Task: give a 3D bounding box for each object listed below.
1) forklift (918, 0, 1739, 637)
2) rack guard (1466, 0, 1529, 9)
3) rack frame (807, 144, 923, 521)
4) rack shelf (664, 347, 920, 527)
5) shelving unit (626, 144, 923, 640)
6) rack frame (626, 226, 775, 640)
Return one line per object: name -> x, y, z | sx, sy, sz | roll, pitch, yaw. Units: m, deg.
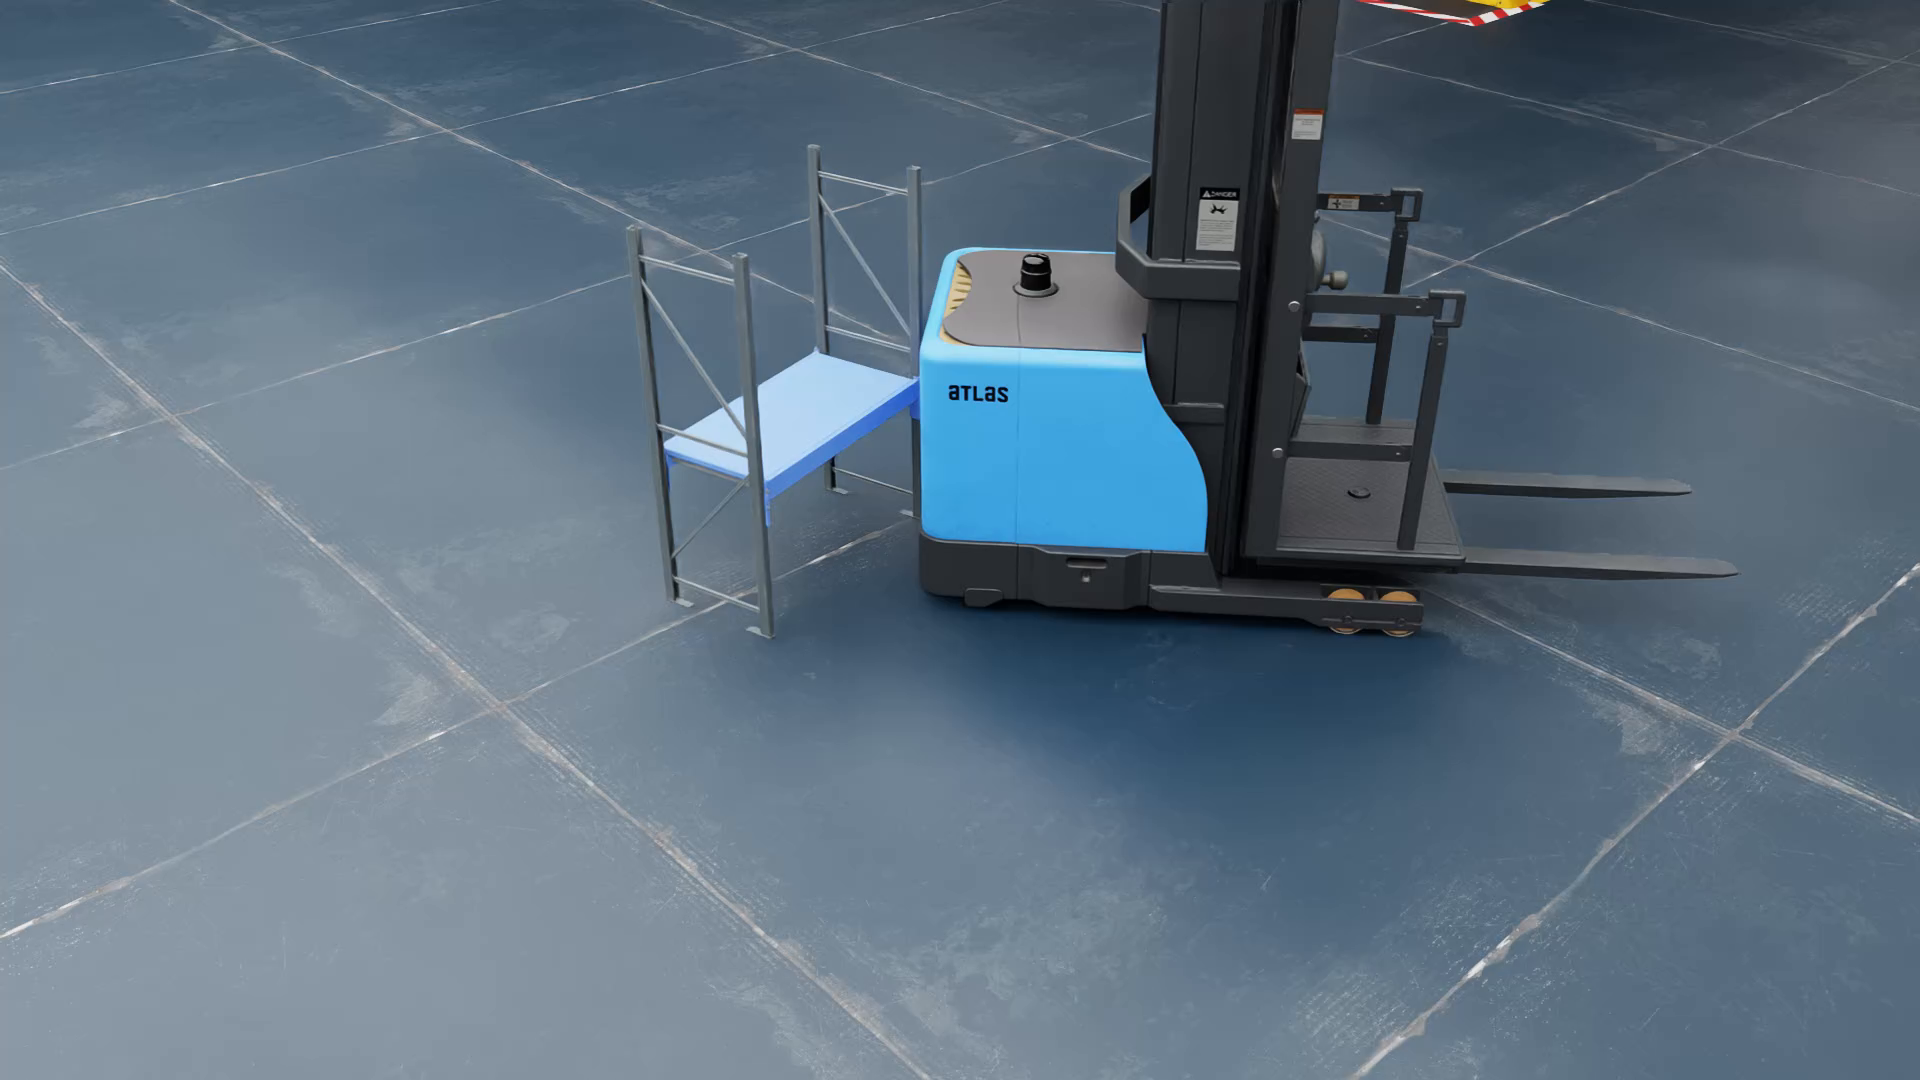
forklift -> 1.391, -1.183, 5.875 | 3.031, 2.935, 1.130 | 3, 32, 5
rack guard -> 4.388, -4.995, 14.440 | 0.348, 0.500, 1.175 | -26, 40, -35
rack frame -> -0.362, -0.794, 6.610 | 0.500, 1.500, 0.032 | 18, 36, 27
rack shelf -> -0.634, -0.416, 6.337 | 0.538, 0.185, 1.000 | 18, 36, 27
shelving unit -> -0.634, -0.569, 6.243 | 0.538, 1.500, 1.048 | 18, 36, 27
rack frame -> -0.905, -0.345, 5.877 | 0.500, 1.500, 0.032 | 18, 36, 27
